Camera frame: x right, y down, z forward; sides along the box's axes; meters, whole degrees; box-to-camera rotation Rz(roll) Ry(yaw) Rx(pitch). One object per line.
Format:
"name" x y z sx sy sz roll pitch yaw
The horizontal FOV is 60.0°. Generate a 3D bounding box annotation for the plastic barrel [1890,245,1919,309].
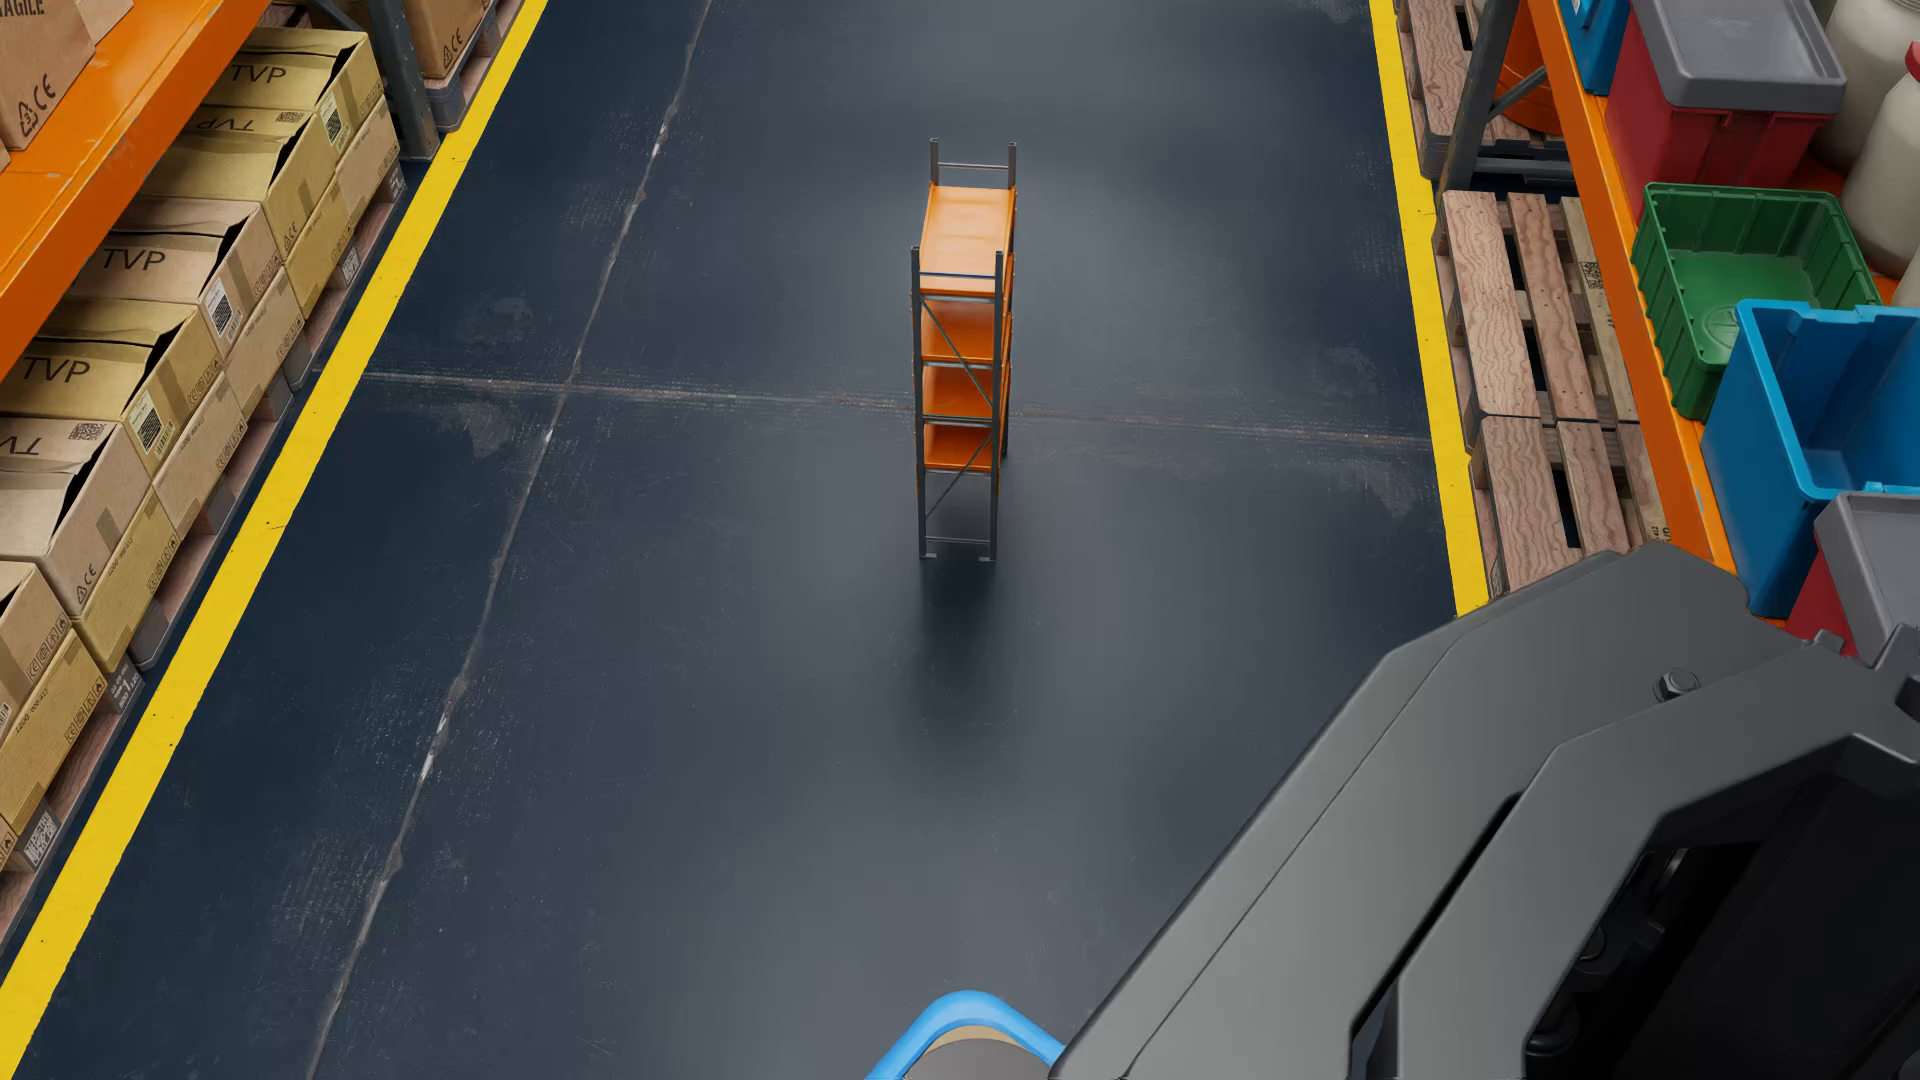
"plastic barrel" 2.345 -0.593 3.667 0.433 0.535 0.433 0 48 0

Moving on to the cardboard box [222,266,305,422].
"cardboard box" -2.493 -0.657 5.397 0.500 0.250 0.500 5 48 4

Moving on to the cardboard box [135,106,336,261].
"cardboard box" -2.439 -1.214 5.526 0.500 0.311 0.500 3 48 3

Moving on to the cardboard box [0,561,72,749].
"cardboard box" -2.624 0.287 4.153 0.500 0.311 0.500 3 48 3

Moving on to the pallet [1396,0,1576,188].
"pallet" 2.367 -1.900 6.844 1.003 0.211 1.213 4 48 4

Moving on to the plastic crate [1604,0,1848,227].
"plastic crate" 1.885 -1.113 4.192 0.402 0.464 0.583 4 48 4

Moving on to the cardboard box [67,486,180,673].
"cardboard box" -2.584 0.095 4.709 0.500 0.250 0.500 3 48 2

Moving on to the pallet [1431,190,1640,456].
"pallet" 2.227 -0.751 5.794 1.003 0.211 1.213 4 48 4

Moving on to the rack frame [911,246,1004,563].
"rack frame" -0.007 -0.347 4.755 0.240 1.200 0.015 4 48 4

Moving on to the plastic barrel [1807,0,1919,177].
"plastic barrel" 2.417 -1.216 4.254 0.421 0.512 0.421 0 48 0

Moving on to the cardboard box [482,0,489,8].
"cardboard box" -2.228 -2.600 6.991 0.500 0.500 0.500 2 48 2

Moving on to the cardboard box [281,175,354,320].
"cardboard box" -2.444 -1.026 5.735 0.500 0.250 0.500 3 48 3

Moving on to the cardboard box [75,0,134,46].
"cardboard box" -2.656 -1.569 4.822 0.380 0.149 0.250 7 48 6

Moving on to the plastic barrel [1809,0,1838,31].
"plastic barrel" 2.456 -1.526 4.537 0.421 0.512 0.421 0 48 0

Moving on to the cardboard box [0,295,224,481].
"cardboard box" -2.536 -0.475 4.850 0.500 0.311 0.500 5 48 5

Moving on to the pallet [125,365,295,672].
"pallet" -2.823 -0.157 5.251 1.003 0.211 1.213 4 48 4

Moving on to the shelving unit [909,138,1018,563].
"shelving unit" 0.015 -0.527 4.919 0.258 1.200 0.503 4 48 4

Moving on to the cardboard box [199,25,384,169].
"cardboard box" -2.398 -1.596 5.876 0.500 0.311 0.500 5 48 5

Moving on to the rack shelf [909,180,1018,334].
"rack shelf" 0.015 -0.792 4.629 0.258 0.148 0.480 4 48 4

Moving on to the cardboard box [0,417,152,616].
"cardboard box" -2.578 -0.093 4.501 0.500 0.311 0.500 2 48 2

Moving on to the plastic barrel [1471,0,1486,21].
"plastic barrel" 2.327 -2.342 6.761 0.421 0.512 0.421 0 48 0

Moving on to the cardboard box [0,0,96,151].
"cardboard box" -2.732 -1.394 4.425 0.500 0.500 0.500 2 48 1

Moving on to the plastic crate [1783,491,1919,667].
"plastic crate" 1.712 0.283 2.915 0.402 0.464 0.583 4 48 4

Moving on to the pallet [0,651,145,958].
"pallet" -2.932 0.742 4.428 1.003 0.211 1.213 4 48 4

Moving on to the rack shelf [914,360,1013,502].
"rack shelf" 0.015 -0.347 5.115 0.258 0.148 0.480 4 48 4

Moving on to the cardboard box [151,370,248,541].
"cardboard box" -2.537 -0.279 5.051 0.500 0.250 0.500 5 48 4

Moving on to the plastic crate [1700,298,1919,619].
"plastic crate" 1.763 -0.145 3.361 0.392 0.384 0.575 4 48 4

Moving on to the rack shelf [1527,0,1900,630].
"rack shelf" 2.154 -0.546 4.204 1.077 0.370 4.000 4 48 4

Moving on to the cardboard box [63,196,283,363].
"cardboard box" -2.488 -0.843 5.187 0.500 0.311 0.500 4 48 3

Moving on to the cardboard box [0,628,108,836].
"cardboard box" -2.629 0.476 4.361 0.500 0.250 0.500 5 48 5

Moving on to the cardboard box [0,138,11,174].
"cardboard box" -2.780 -1.007 4.071 0.500 0.500 0.500 4 48 4

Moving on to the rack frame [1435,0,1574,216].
"rack frame" 2.337 -2.259 5.283 1.000 3.000 0.127 4 48 4

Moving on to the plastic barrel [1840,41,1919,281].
"plastic barrel" 2.384 -0.910 3.958 0.433 0.535 0.433 0 48 0

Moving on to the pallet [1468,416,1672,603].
"pallet" 2.114 0.143 4.976 1.003 0.211 1.213 4 48 4

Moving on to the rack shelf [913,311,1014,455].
"rack shelf" 0.015 -0.481 4.968 0.258 0.148 0.480 4 48 4

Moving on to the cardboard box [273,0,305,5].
"cardboard box" -2.744 -2.602 6.993 0.500 0.500 0.500 6 48 5

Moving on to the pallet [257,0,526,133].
"pallet" -2.490 -2.199 7.119 1.003 0.211 1.213 4 48 4

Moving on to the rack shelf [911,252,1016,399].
"rack shelf" 0.015 -0.632 4.803 0.258 0.148 0.480 4 48 4

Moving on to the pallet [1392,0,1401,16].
"pallet" 2.481 -2.794 7.662 1.003 0.211 1.213 4 48 4

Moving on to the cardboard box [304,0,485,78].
"cardboard box" -2.270 -2.215 6.639 0.500 0.500 0.500 6 48 5

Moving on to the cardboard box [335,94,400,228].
"cardboard box" -2.401 -1.405 6.081 0.500 0.250 0.500 5 48 4

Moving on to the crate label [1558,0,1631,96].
"crate label" 1.977 -1.559 4.619 0.502 0.435 0.616 4 48 4

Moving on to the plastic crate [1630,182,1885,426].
"plastic crate" 1.850 -0.546 3.861 0.450 0.188 0.662 4 48 4

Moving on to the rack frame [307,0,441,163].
"rack frame" -2.596 -2.594 5.590 1.000 3.000 0.127 4 48 4

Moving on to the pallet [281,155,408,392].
"pallet" -2.710 -1.051 6.068 1.003 0.211 1.213 4 48 4

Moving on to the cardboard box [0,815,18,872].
"cardboard box" -2.677 0.851 4.017 0.500 0.250 0.500 3 48 3

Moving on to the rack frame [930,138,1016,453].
"rack frame" 0.037 -0.706 5.083 0.240 1.200 0.015 4 48 4

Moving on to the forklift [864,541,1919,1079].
"forklift" 0.856 1.498 1.893 3.031 2.935 1.130 30 54 25

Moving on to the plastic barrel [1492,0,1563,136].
"plastic barrel" 2.364 -2.029 6.259 0.600 0.830 0.708 4 48 4
